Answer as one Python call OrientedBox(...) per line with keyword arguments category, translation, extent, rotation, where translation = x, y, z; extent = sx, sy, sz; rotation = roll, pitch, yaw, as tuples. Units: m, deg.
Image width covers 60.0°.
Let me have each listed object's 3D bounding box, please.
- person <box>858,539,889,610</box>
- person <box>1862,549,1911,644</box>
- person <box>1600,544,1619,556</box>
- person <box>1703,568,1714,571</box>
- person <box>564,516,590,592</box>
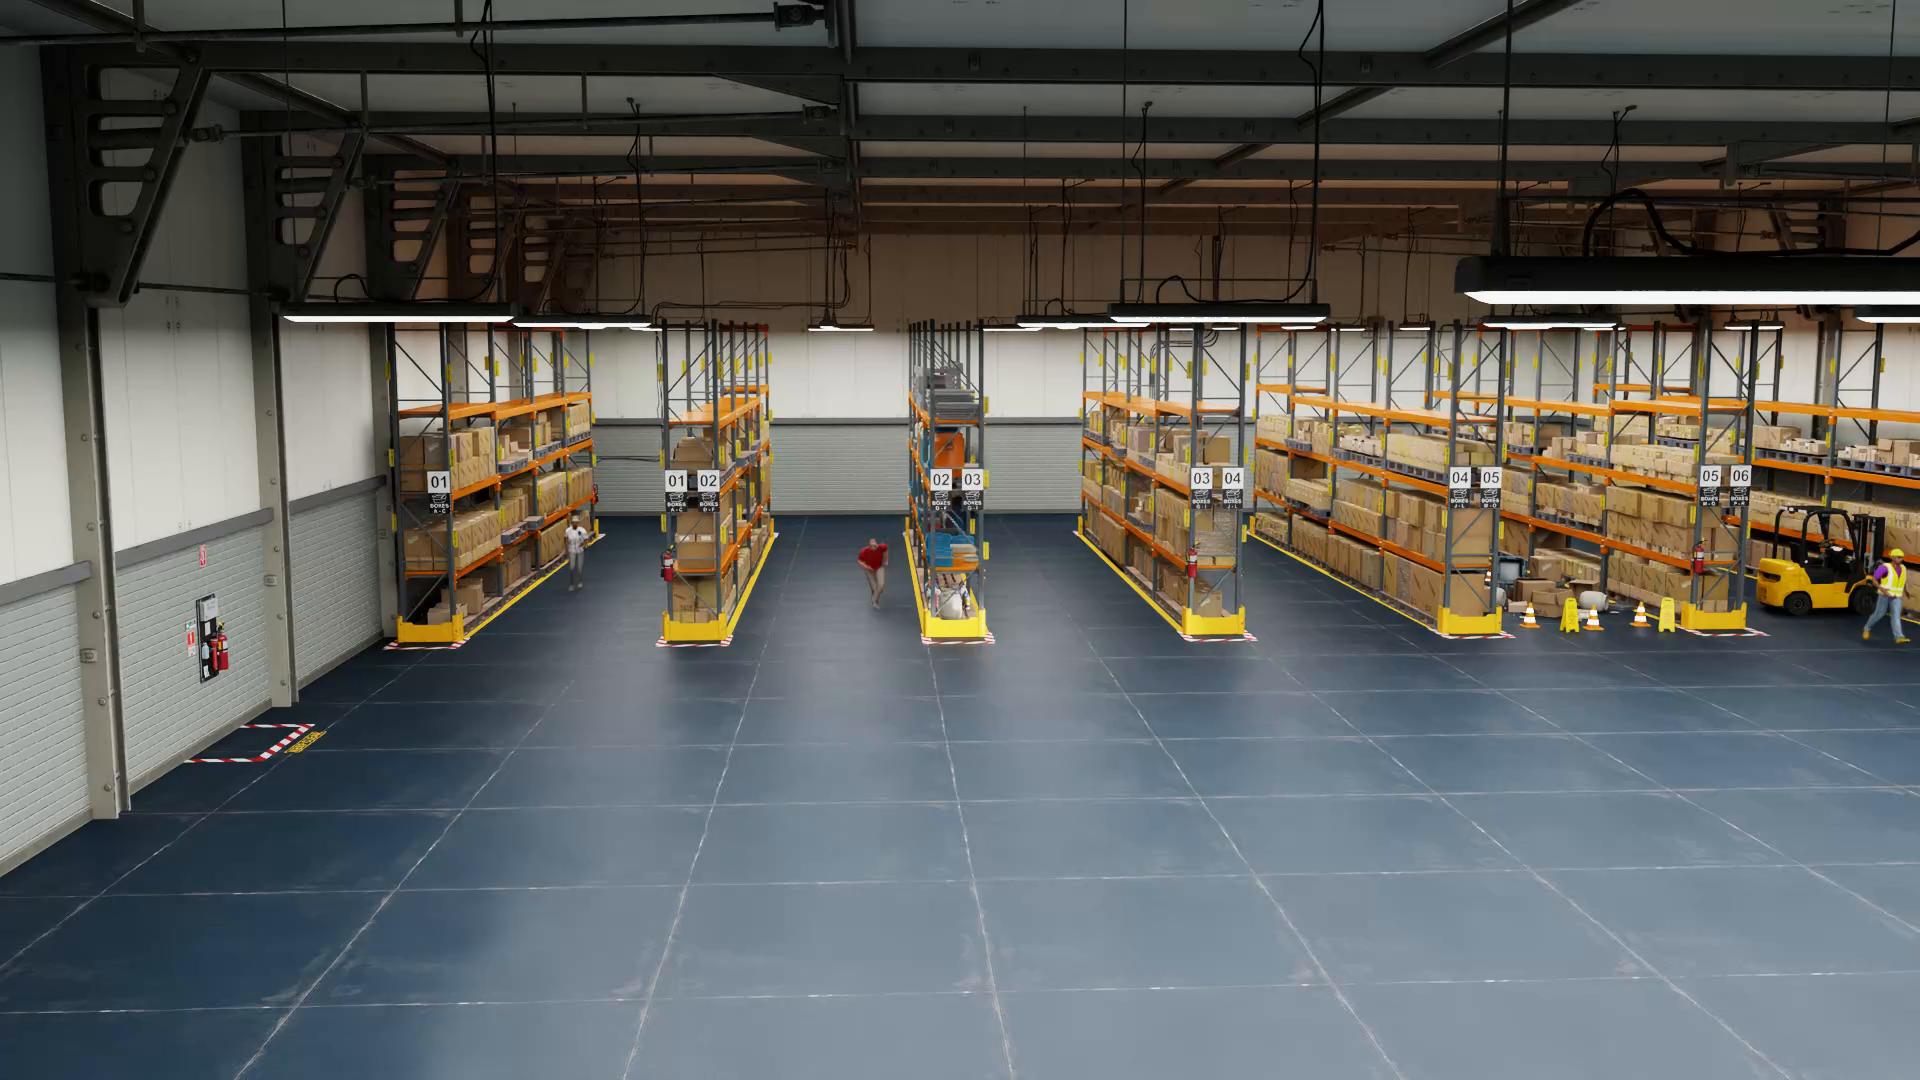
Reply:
OrientedBox(category="person", translation=(-1.830, 0.680, 35.048), extent=(0.650, 1.518, 1.143), rotation=(-1, 7, -4))
OrientedBox(category="person", translation=(17.174, 1.033, 30.619), extent=(0.742, 1.738, 1.087), rotation=(-1, 7, -7))
OrientedBox(category="person", translation=(15.973, -0.175, 40.740), extent=(0.676, 1.753, 0.954), rotation=(-2, 7, -14))
OrientedBox(category="person", translation=(17.052, 0.189, 38.299), extent=(0.627, 1.660, 0.728), rotation=(-2, 7, -17))
OrientedBox(category="person", translation=(-8.575, 0.307, 37.198), extent=(0.587, 1.725, 0.721), rotation=(-1, 7, -7))
